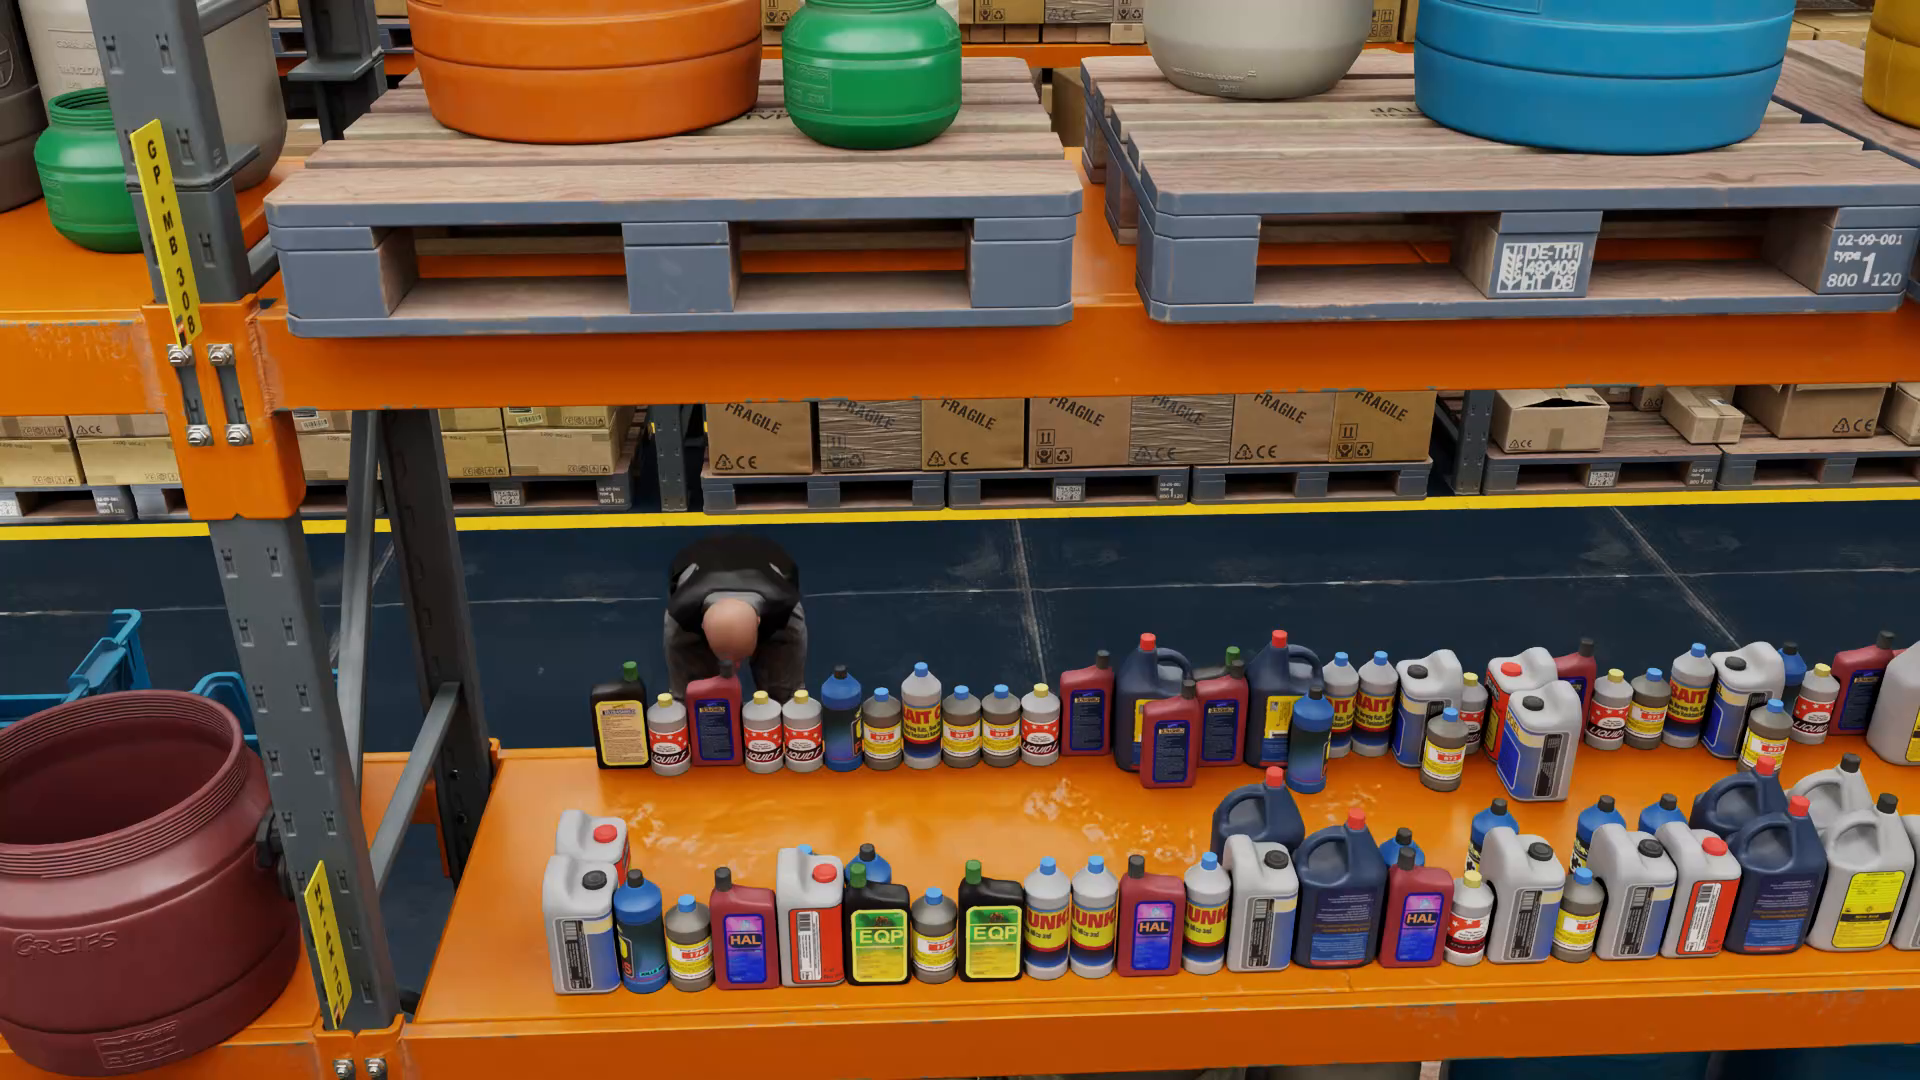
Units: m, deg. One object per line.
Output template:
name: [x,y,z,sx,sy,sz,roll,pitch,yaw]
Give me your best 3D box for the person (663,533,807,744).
person: [-0.746,0.550,5.665,0.475,1.189,0.931,-2,27,-5]
